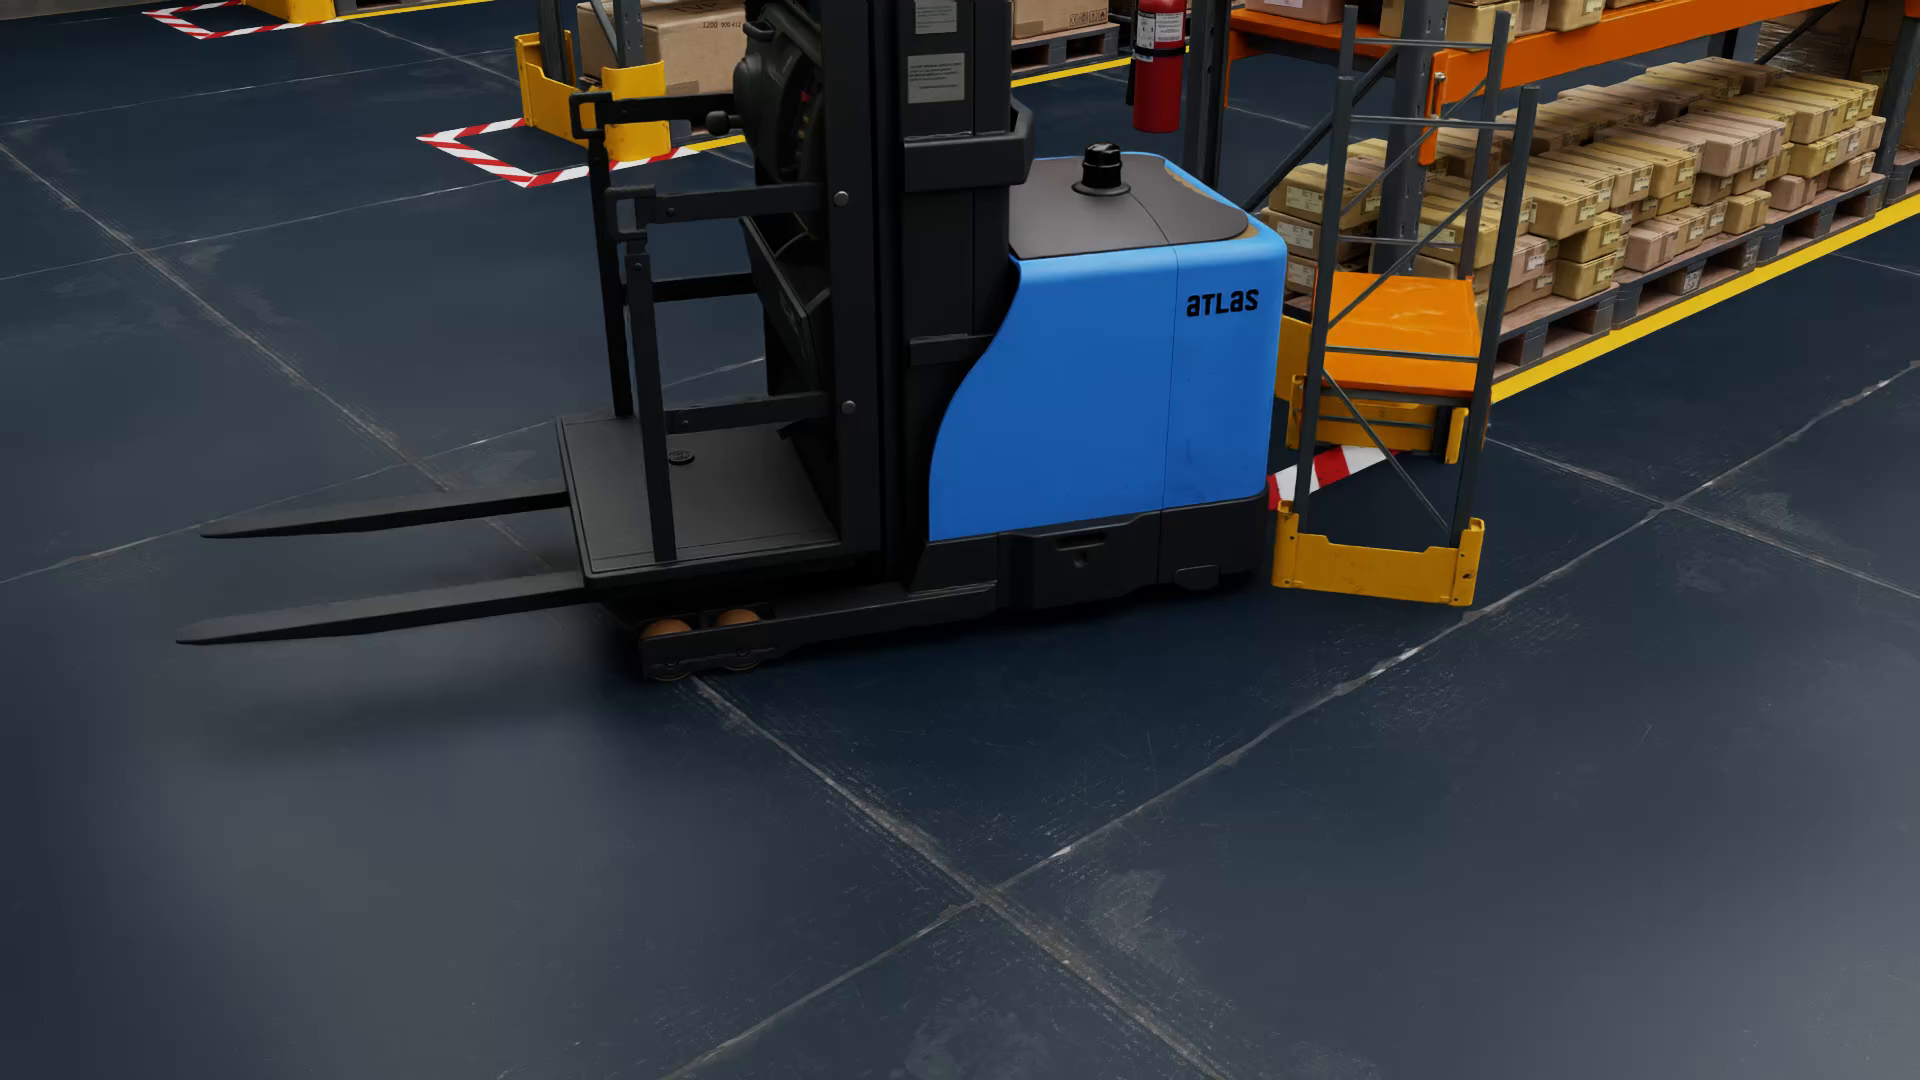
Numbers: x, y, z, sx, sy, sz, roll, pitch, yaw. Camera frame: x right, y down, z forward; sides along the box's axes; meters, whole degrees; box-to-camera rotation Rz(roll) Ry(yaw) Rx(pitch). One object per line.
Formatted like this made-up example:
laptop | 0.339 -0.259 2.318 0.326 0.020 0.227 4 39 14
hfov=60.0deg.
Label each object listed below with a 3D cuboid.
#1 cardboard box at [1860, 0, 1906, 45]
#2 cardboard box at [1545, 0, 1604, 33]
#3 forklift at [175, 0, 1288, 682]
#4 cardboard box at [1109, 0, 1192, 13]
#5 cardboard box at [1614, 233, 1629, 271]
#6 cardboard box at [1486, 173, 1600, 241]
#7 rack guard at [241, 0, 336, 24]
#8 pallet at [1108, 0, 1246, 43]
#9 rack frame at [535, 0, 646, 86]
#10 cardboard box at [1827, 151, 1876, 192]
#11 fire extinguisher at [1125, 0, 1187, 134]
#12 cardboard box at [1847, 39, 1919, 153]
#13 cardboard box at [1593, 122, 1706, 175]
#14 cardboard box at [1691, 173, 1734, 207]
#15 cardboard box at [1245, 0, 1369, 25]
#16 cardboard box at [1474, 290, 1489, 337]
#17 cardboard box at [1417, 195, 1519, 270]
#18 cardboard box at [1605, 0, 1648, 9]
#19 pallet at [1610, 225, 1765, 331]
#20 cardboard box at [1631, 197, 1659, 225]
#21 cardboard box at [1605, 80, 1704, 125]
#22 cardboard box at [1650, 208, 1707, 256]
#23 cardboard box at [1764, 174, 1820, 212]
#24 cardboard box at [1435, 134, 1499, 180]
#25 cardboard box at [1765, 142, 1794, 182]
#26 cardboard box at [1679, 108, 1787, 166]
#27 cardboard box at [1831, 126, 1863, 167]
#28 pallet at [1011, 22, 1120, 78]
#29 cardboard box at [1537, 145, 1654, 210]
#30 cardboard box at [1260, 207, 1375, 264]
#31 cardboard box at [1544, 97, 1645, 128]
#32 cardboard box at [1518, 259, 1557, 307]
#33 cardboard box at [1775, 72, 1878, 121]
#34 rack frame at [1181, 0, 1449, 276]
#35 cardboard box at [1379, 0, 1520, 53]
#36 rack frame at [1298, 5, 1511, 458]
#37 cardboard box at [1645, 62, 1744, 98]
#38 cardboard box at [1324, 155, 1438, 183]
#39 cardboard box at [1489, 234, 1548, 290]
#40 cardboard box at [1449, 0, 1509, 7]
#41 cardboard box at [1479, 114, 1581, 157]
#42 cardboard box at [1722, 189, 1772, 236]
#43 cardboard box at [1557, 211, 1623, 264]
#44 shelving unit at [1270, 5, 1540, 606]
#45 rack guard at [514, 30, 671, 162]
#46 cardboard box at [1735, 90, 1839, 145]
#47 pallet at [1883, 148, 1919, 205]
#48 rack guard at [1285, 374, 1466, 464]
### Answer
cardboard box | 4.983 -2.680 8.494 0.500 0.250 0.500 -24 36 -37
cardboard box | 2.072 -1.938 5.961 0.250 0.149 0.380 -23 36 -36
forklift | -0.664 -1.185 4.357 3.031 2.935 1.130 -8 29 -14
cardboard box | 1.379 -4.346 12.009 0.875 0.875 0.875 -21 34 -33
cardboard box | 2.541 -1.224 6.937 0.250 0.149 0.380 -22 35 -35
cardboard box | 2.232 -1.299 6.447 0.250 0.149 0.380 -22 35 -35
rack guard | -5.250 -4.355 12.869 0.348 0.500 1.175 -22 35 -35
pallet | 1.498 -3.913 12.348 1.213 0.211 1.003 -22 35 -35
rack frame | -2.083 -3.656 8.908 0.127 3.000 1.000 -22 35 -35
cardboard box | 4.172 -1.821 8.055 0.250 0.149 0.380 -21 35 -34
fire extinguisher | 0.715 -1.802 5.917 0.183 0.674 0.296 -22 35 -35
cardboard box | 4.984 -2.349 8.670 0.500 0.500 0.500 -20 34 -33
cardboard box | 2.943 -1.662 7.125 0.250 0.149 0.380 -22 35 -35
cardboard box | 3.173 -1.607 7.339 0.250 0.149 0.380 -24 36 -37
cardboard box | 1.271 -2.002 6.081 0.250 0.149 0.380 -22 35 -35
cardboard box | 1.813 -0.885 6.303 0.250 0.149 0.380 -21 35 -34
cardboard box | 1.825 -1.141 6.150 0.250 0.149 0.380 -24 36 -37
cardboard box | 2.402 -2.141 6.341 0.250 0.149 0.380 -22 35 -35
pallet | 2.833 -1.312 7.482 1.213 0.211 1.003 -22 35 -35
cardboard box | 2.731 -1.462 7.067 0.250 0.149 0.380 -20 34 -32
cardboard box | 3.261 -2.049 7.849 0.250 0.149 0.380 -23 36 -36
cardboard box | 2.981 -1.363 7.198 0.250 0.149 0.380 -22 35 -35
cardboard box | 3.761 -1.668 7.767 0.250 0.149 0.380 -23 36 -36
cardboard box | 2.026 -1.593 6.995 0.250 0.149 0.380 -24 36 -37
cardboard box | 3.571 -1.767 7.638 0.250 0.149 0.380 -22 35 -34
cardboard box | 3.400 -1.785 7.356 0.250 0.149 0.380 -24 36 -37
cardboard box | 4.018 -1.897 7.881 0.250 0.149 0.380 -24 36 -37
pallet | 0.330 -3.445 11.473 1.213 0.211 1.003 -22 35 -35
cardboard box | 2.584 -1.486 6.797 0.250 0.149 0.380 -20 34 -33
cardboard box | 1.423 -1.235 6.642 0.250 0.149 0.380 -23 36 -36
cardboard box | 2.860 -1.887 7.547 0.250 0.149 0.380 -24 36 -37
cardboard box | 2.143 -1.073 6.655 0.250 0.149 0.380 -21 35 -34
cardboard box | 4.148 -2.124 7.989 0.250 0.149 0.380 -21 34 -34
rack frame | 1.206 -1.912 5.645 0.127 3.000 1.000 -22 35 -35
cardboard box | 1.666 -1.783 5.670 0.250 0.149 0.380 -22 35 -35
rack frame | 1.444 -0.981 5.494 0.500 1.500 0.032 6 29 11
cardboard box | 3.605 -2.232 8.191 0.250 0.149 0.380 -20 34 -33
cardboard box | 1.673 -1.411 6.656 0.250 0.149 0.380 -21 35 -34
cardboard box | 2.016 -1.103 6.394 0.250 0.149 0.380 -22 35 -35
cardboard box | 1.727 -2.125 5.623 0.500 0.500 0.500 -20 34 -33
cardboard box | 2.466 -1.736 7.263 0.250 0.149 0.380 -23 36 -36
cardboard box | 3.385 -1.505 7.462 0.250 0.149 0.380 -22 35 -35
cardboard box | 2.411 -1.249 6.668 0.250 0.149 0.380 -21 34 -33
shelving unit | 1.333 -0.743 5.048 0.587 1.500 1.083 6 29 11
rack guard | -2.102 -2.546 9.484 0.348 0.500 1.175 -22 35 -35
cardboard box | 3.794 -1.953 7.669 0.250 0.149 0.380 -22 35 -35
pallet | 4.841 -2.144 9.039 1.213 0.211 1.003 -22 35 -35
rack guard | 1.440 -0.421 5.772 0.587 0.250 0.087 6 29 11
